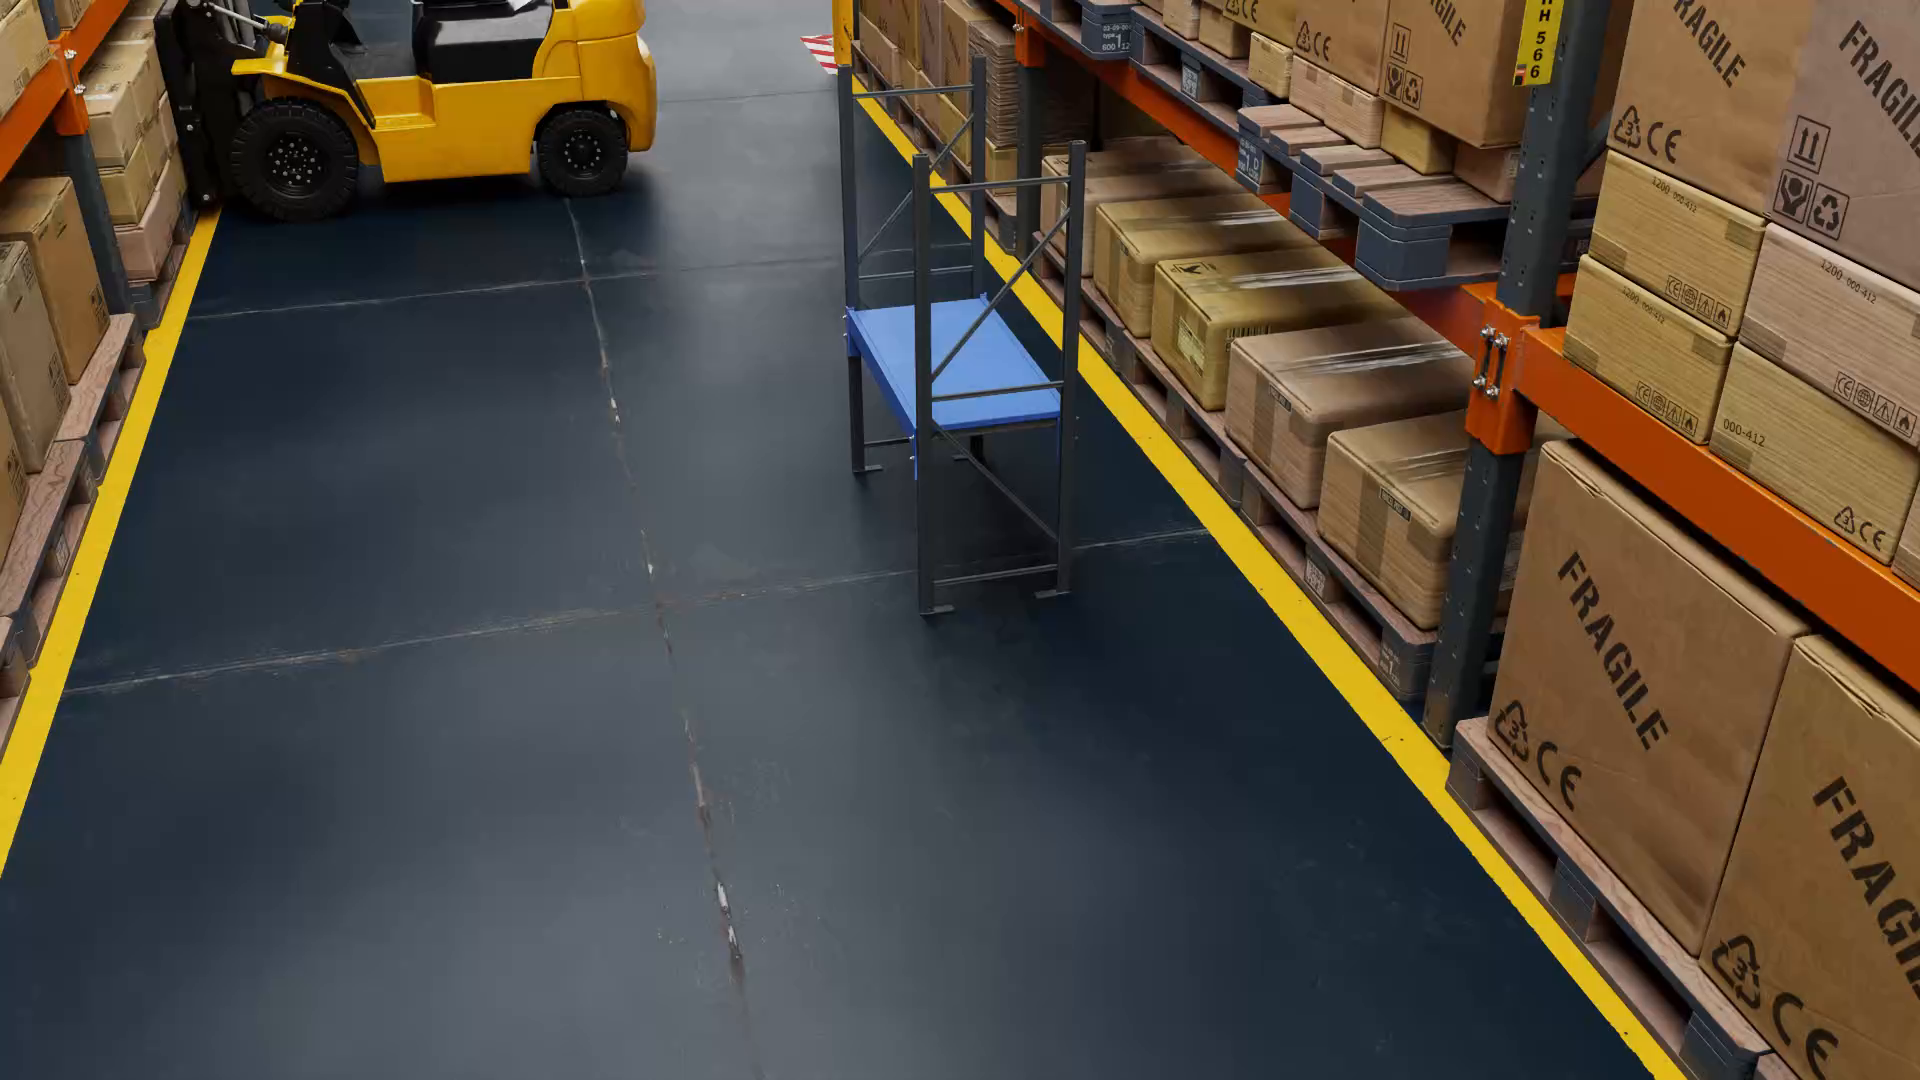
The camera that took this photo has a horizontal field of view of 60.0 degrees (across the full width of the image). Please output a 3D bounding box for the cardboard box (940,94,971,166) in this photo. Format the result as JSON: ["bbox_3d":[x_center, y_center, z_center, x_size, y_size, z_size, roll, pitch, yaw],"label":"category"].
[{"bbox_3d":[0.202,-2.222,8.920,0.500,0.250,0.500,-9,31,-15],"label":"cardboard box"}]

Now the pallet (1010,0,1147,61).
[{"bbox_3d":[0.831,-2.253,6.840,1.003,0.211,1.213,-8,31,-13],"label":"pallet"}]

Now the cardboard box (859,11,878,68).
[{"bbox_3d":[-0.345,-3.222,10.648,0.500,0.250,0.500,-8,31,-14],"label":"cardboard box"}]

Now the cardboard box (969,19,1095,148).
[{"bbox_3d":[0.353,-2.291,8.291,0.500,0.500,0.500,-8,31,-14],"label":"cardboard box"}]

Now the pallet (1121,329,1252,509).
[{"bbox_3d":[1.304,-0.552,6.493,1.003,0.211,1.213,-8,31,-13],"label":"pallet"}]

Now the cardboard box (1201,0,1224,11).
[{"bbox_3d":[1.015,-2.085,5.542,0.500,0.500,0.500,-9,31,-15],"label":"cardboard box"}]

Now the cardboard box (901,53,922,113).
[{"bbox_3d":[-0.060,-2.713,9.768,0.500,0.250,0.500,-6,31,-10],"label":"cardboard box"}]

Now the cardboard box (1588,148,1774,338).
[{"bbox_3d":[1.727,-0.667,3.558,0.500,0.250,0.500,-8,31,-14],"label":"cardboard box"}]

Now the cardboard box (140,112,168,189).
[{"bbox_3d":[-3.982,-1.789,7.673,0.500,0.250,0.500,-8,31,-14],"label":"cardboard box"}]

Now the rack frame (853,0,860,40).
[{"bbox_3d":[-0.293,-4.657,10.801,1.000,3.000,0.127,-8,31,-13],"label":"rack frame"}]

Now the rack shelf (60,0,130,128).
[{"bbox_3d":[-4.547,-2.718,8.169,1.077,0.370,4.000,-8,31,-13],"label":"rack shelf"}]

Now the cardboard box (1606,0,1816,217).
[{"bbox_3d":[1.726,-0.998,3.382,0.500,0.500,0.500,-9,31,-15],"label":"cardboard box"}]

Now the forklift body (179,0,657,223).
[{"bbox_3d":[-2.815,-2.954,8.707,2.313,2.155,1.214,-8,31,-13],"label":"forklift body"}]

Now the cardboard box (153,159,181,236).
[{"bbox_3d":[-3.975,-1.576,7.803,0.500,0.250,0.500,-9,31,-14],"label":"cardboard box"}]

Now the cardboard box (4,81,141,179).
[{"bbox_3d":[-3.842,-1.763,7.129,0.500,0.250,0.500,-8,31,-14],"label":"cardboard box"}]

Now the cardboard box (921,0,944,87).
[{"bbox_3d":[0.080,-2.783,9.141,0.500,0.500,0.500,-6,31,-11],"label":"cardboard box"}]

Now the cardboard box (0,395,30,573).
[{"bbox_3d":[-3.466,-0.228,5.101,0.875,0.625,0.625,-9,31,-15],"label":"cardboard box"}]

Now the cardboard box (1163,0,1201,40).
[{"bbox_3d":[0.930,-1.856,5.793,0.380,0.149,0.250,-7,31,-11],"label":"cardboard box"}]

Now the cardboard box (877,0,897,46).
[{"bbox_3d":[-0.196,-3.283,10.005,0.500,0.500,0.500,-9,31,-15],"label":"cardboard box"}]

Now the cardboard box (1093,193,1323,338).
[{"bbox_3d":[1.105,-1.169,6.980,0.950,0.372,0.625,-6,31,-10],"label":"cardboard box"}]

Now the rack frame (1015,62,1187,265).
[{"bbox_3d":[0.769,-2.725,7.463,1.000,3.000,0.127,-8,31,-13],"label":"rack frame"}]

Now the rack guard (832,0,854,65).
[{"bbox_3d":[-0.273,-3.538,11.364,1.175,0.500,0.348,-8,31,-13],"label":"rack guard"}]

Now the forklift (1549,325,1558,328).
[{"bbox_3d":[2.984,-2.077,6.412,1.130,2.935,3.031,-7,31,-12],"label":"forklift"}]

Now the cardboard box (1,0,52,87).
[{"bbox_3d":[-3.630,-1.789,5.997,0.500,0.250,0.500,-7,31,-12],"label":"cardboard box"}]

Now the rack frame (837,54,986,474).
[{"bbox_3d":[-0.158,-0.936,5.870,0.500,1.500,0.032,-8,31,-13],"label":"rack frame"}]

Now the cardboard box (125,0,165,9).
[{"bbox_3d":[-4.370,-2.750,8.835,0.500,0.250,0.500,-7,31,-13],"label":"cardboard box"}]

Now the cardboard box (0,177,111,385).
[{"bbox_3d":[-3.867,-0.966,6.377,0.875,0.625,0.625,-6,31,-11],"label":"cardboard box"}]

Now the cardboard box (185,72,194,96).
[{"bbox_3d":[-4.238,-2.277,8.516,0.500,0.250,0.500,-8,31,-13],"label":"cardboard box"}]

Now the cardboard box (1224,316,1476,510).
[{"bbox_3d":[1.487,-0.467,5.766,0.950,0.372,0.625,-8,31,-14],"label":"cardboard box"}]

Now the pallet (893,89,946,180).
[{"bbox_3d":[0.229,-2.428,9.734,1.003,0.211,1.213,-8,31,-13],"label":"pallet"}]

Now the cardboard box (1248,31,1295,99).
[{"bbox_3d":[1.120,-1.482,5.148,0.380,0.149,0.250,-7,31,-12],"label":"cardboard box"}]

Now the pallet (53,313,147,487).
[{"bbox_3d":[-3.783,-0.506,6.413,1.003,0.211,1.213,-8,31,-13],"label":"pallet"}]

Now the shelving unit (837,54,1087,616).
[{"bbox_3d":[-0.023,-0.690,5.445,0.538,1.500,1.048,-8,31,-13],"label":"shelving unit"}]

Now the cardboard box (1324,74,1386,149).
[{"bbox_3d":[1.266,-1.228,4.710,0.380,0.149,0.250,-8,31,-14],"label":"cardboard box"}]

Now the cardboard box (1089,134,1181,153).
[{"bbox_3d":[0.873,-2.037,8.601,0.500,0.250,0.500,-9,31,-16],"label":"cardboard box"}]

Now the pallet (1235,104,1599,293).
[{"bbox_3d":[1.539,-1.040,4.744,1.213,0.211,1.003,-8,31,-13],"label":"pallet"}]

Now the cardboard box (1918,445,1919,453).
[{"bbox_3d":[1.983,-0.175,2.708,0.500,0.250,0.500,-8,31,-13],"label":"cardboard box"}]

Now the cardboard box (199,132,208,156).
[{"bbox_3d":[-4.242,-2.070,8.657,0.500,0.250,0.500,-7,31,-12],"label":"cardboard box"}]

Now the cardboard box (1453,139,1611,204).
[{"bbox_3d":[1.517,-0.993,4.303,0.380,0.149,0.250,-7,31,-11],"label":"cardboard box"}]

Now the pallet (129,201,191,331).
[{"bbox_3d":[-4.187,-1.246,7.692,1.003,0.211,1.213,-8,31,-13],"label":"pallet"}]

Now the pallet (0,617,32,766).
[{"bbox_3d":[-3.135,0.673,4.377,1.003,0.211,1.213,-8,31,-13],"label":"pallet"}]

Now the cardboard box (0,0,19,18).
[{"bbox_3d":[-3.639,-2.011,5.881,0.500,0.250,0.500,-9,31,-14],"label":"cardboard box"}]

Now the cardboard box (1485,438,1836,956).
[{"bbox_3d":[1.934,0.290,3.957,0.875,0.875,0.875,-8,31,-14],"label":"cardboard box"}]

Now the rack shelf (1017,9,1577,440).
[{"bbox_3d":[1.300,-1.447,5.975,1.077,0.370,4.000,-8,31,-13],"label":"rack shelf"}]

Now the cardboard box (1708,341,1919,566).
[{"bbox_3d":[1.871,-0.212,3.273,0.500,0.250,0.500,-9,31,-15],"label":"cardboard box"}]

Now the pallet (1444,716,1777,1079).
[{"bbox_3d":[1.967,0.805,4.149,1.003,0.211,1.213,-8,31,-13],"label":"pallet"}]

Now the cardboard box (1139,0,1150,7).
[{"bbox_3d":[0.846,-2.111,6.234,0.380,0.149,0.250,-7,31,-13],"label":"cardboard box"}]

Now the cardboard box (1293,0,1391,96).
[{"bbox_3d":[1.294,-1.577,4.665,0.500,0.500,0.500,-8,31,-14],"label":"cardboard box"}]

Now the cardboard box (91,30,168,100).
[{"bbox_3d":[-4.111,-2.250,7.970,0.500,0.250,0.500,-7,31,-12],"label":"cardboard box"}]
